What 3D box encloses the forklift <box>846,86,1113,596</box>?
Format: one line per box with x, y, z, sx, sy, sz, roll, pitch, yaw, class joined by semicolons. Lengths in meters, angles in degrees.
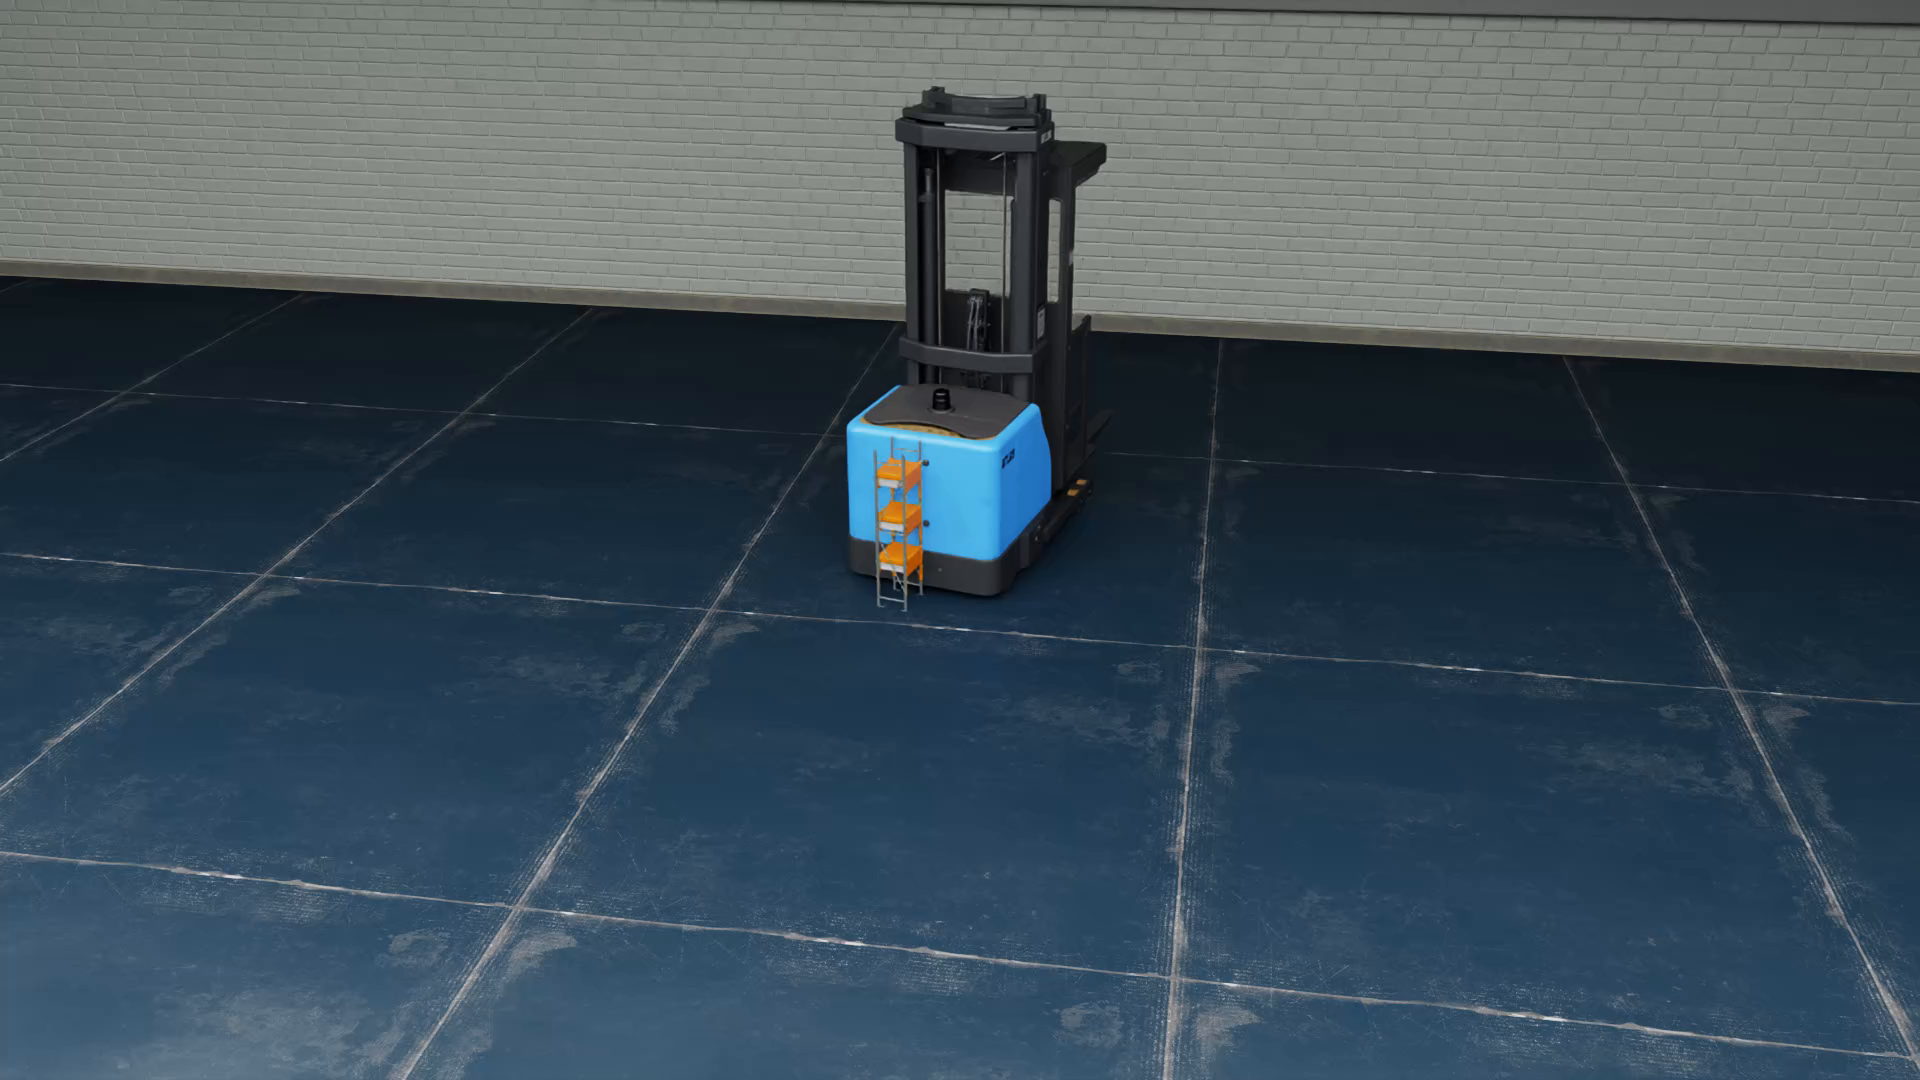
0.302;-1.579;11.166;1.130;2.935;3.031;10;27;20;forklift

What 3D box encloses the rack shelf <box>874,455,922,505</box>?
-0.375;-0.338;10.090;0.215;0.259;0.240;10;27;20;rack shelf

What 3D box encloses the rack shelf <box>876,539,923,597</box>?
-0.375;0.170;10.328;0.215;0.259;0.240;10;27;20;rack shelf

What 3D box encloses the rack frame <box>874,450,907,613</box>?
-0.421;-0.043;10.104;0.200;1.050;0.008;10;27;20;rack frame

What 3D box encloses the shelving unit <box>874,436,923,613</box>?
-0.375;-0.091;10.206;0.215;1.050;0.252;10;27;20;shelving unit

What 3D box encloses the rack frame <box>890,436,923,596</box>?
-0.330;-0.139;10.308;0.200;1.050;0.008;10;27;20;rack frame

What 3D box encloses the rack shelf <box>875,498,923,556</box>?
-0.375;-0.081;10.211;0.215;0.259;0.240;10;27;20;rack shelf
